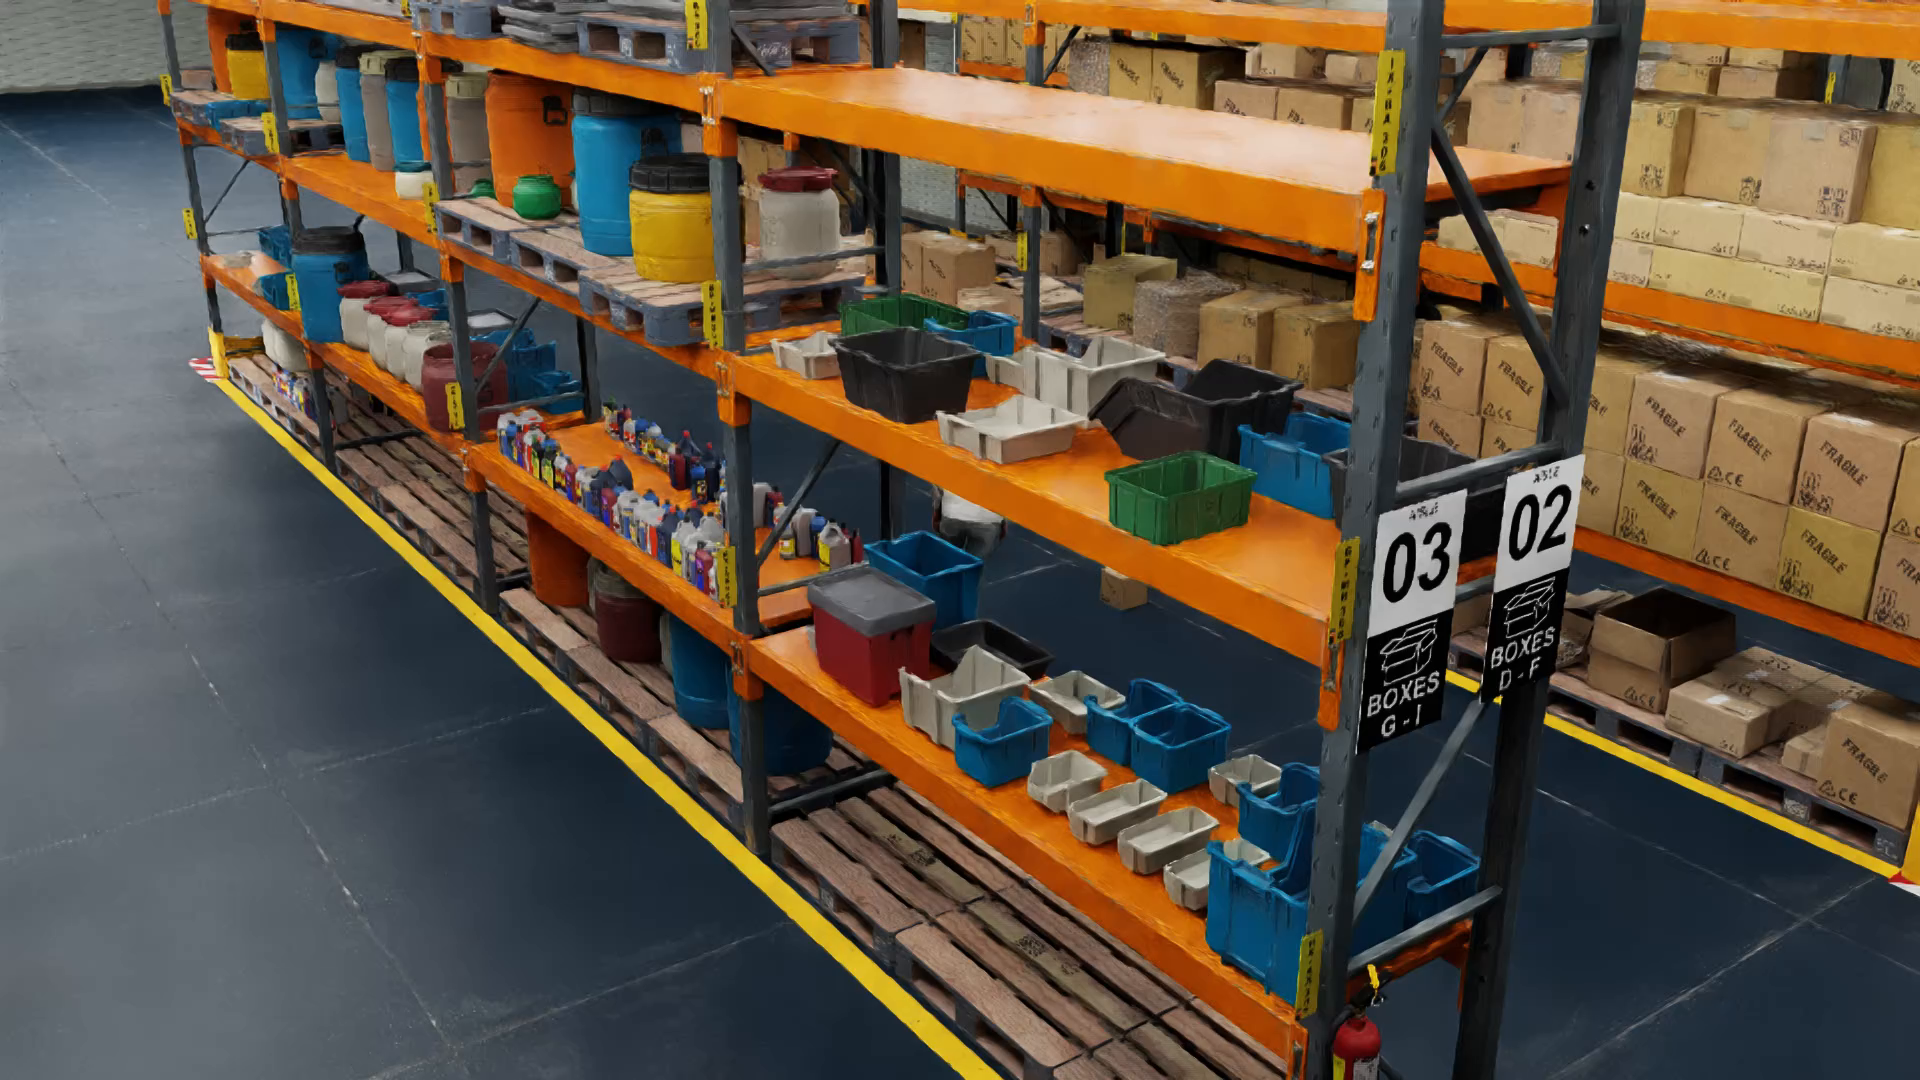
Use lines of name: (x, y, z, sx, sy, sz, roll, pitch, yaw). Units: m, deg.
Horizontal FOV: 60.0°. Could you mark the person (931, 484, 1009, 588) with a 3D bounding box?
person: (0.086, -0.141, 11.418, 0.592, 1.751, 0.523, 5, 22, 12)
